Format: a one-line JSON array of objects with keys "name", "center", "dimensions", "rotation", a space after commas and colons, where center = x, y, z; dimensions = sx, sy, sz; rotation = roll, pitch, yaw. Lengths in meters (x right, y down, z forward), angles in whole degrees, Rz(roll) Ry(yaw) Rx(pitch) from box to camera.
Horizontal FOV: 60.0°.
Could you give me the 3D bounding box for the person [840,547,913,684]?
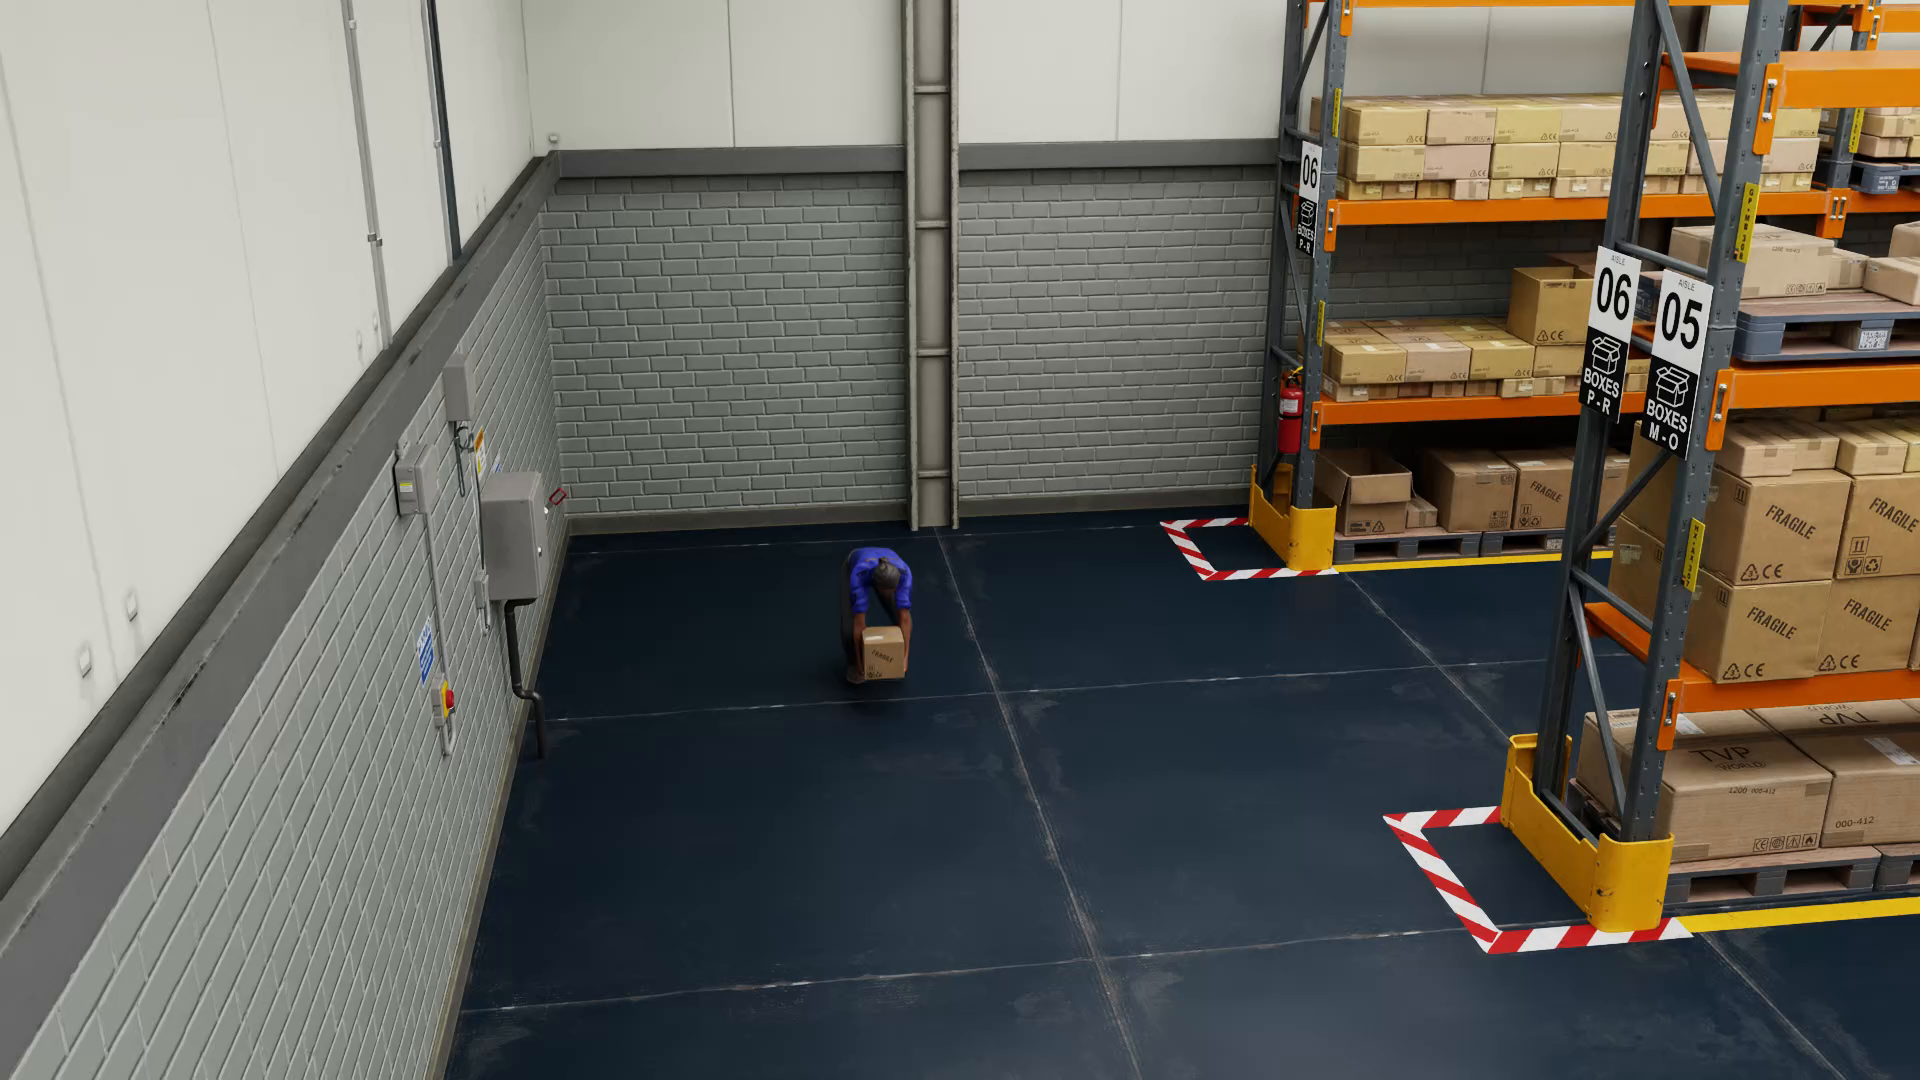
[{"name": "person", "center": [-0.535, 0.489, 10.716], "dimensions": [0.465, 0.996, 0.862], "rotation": [-4, 20, -10]}]
